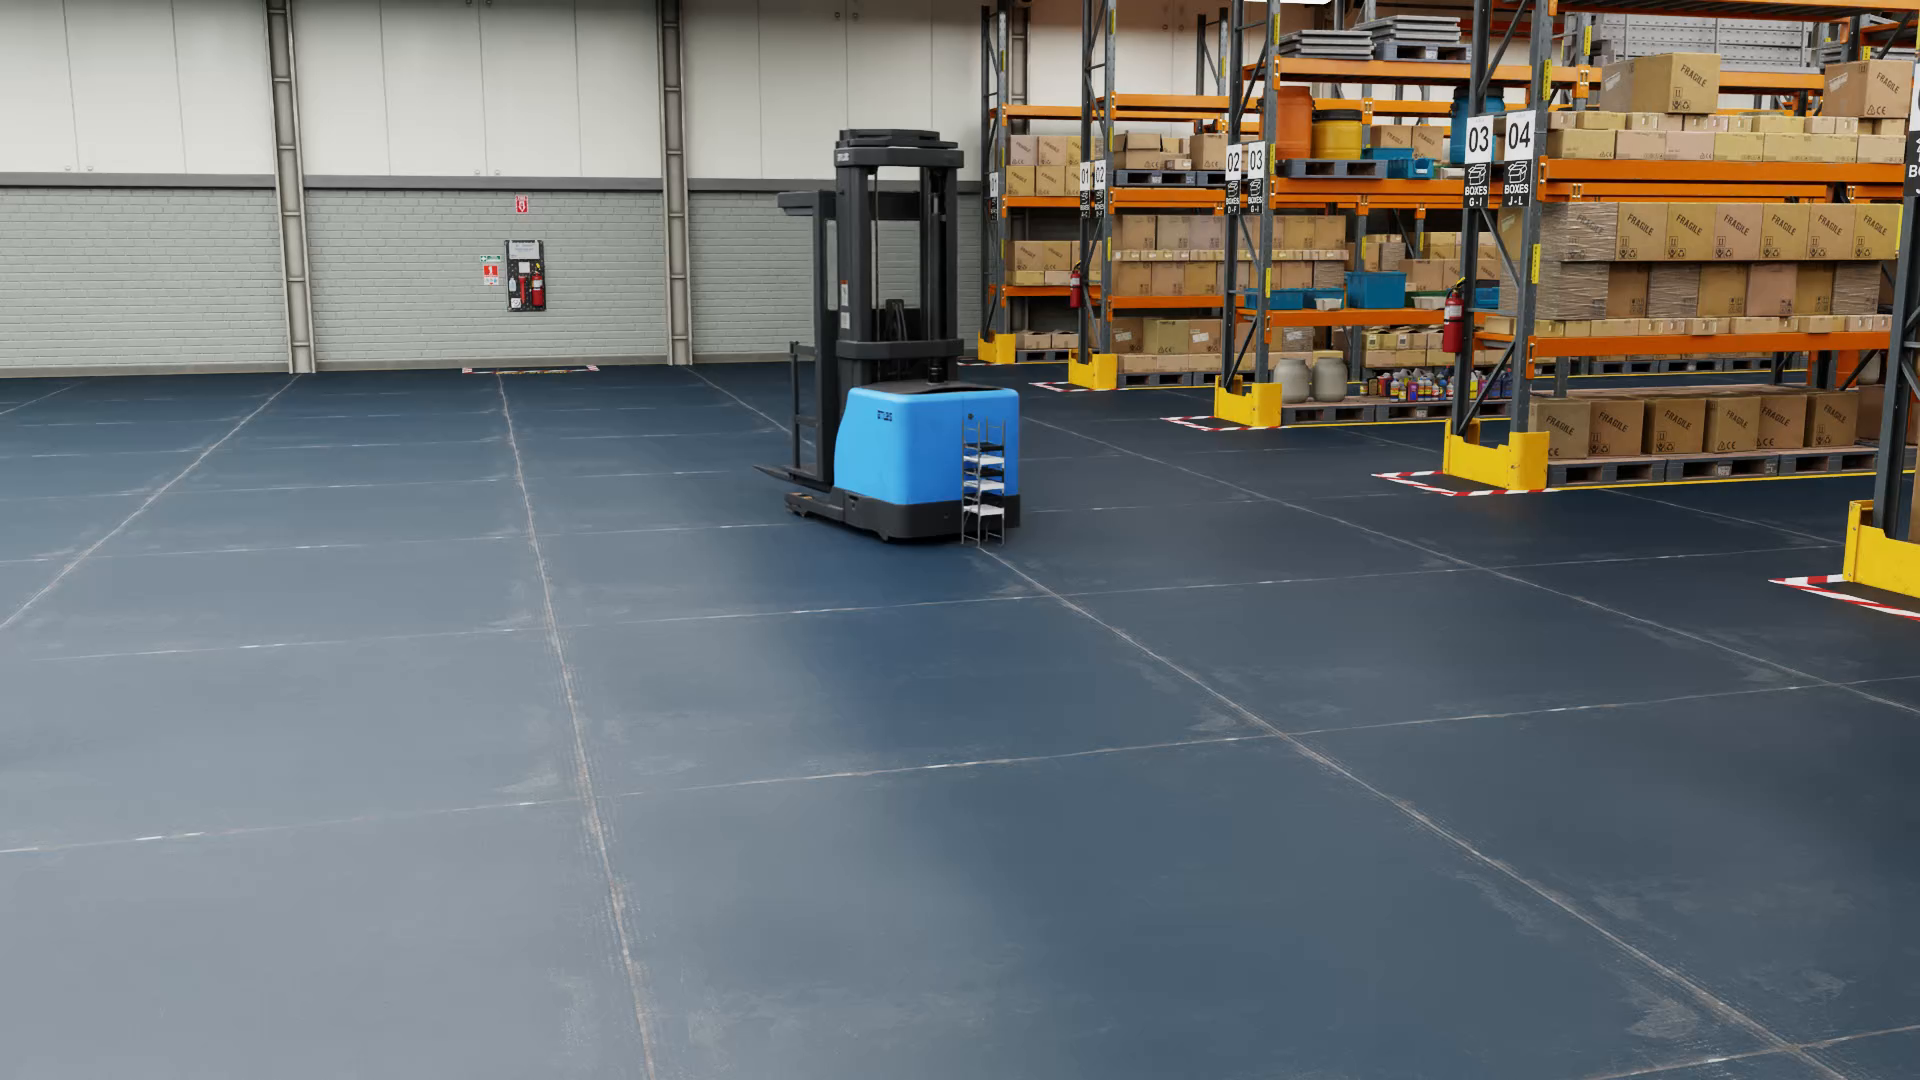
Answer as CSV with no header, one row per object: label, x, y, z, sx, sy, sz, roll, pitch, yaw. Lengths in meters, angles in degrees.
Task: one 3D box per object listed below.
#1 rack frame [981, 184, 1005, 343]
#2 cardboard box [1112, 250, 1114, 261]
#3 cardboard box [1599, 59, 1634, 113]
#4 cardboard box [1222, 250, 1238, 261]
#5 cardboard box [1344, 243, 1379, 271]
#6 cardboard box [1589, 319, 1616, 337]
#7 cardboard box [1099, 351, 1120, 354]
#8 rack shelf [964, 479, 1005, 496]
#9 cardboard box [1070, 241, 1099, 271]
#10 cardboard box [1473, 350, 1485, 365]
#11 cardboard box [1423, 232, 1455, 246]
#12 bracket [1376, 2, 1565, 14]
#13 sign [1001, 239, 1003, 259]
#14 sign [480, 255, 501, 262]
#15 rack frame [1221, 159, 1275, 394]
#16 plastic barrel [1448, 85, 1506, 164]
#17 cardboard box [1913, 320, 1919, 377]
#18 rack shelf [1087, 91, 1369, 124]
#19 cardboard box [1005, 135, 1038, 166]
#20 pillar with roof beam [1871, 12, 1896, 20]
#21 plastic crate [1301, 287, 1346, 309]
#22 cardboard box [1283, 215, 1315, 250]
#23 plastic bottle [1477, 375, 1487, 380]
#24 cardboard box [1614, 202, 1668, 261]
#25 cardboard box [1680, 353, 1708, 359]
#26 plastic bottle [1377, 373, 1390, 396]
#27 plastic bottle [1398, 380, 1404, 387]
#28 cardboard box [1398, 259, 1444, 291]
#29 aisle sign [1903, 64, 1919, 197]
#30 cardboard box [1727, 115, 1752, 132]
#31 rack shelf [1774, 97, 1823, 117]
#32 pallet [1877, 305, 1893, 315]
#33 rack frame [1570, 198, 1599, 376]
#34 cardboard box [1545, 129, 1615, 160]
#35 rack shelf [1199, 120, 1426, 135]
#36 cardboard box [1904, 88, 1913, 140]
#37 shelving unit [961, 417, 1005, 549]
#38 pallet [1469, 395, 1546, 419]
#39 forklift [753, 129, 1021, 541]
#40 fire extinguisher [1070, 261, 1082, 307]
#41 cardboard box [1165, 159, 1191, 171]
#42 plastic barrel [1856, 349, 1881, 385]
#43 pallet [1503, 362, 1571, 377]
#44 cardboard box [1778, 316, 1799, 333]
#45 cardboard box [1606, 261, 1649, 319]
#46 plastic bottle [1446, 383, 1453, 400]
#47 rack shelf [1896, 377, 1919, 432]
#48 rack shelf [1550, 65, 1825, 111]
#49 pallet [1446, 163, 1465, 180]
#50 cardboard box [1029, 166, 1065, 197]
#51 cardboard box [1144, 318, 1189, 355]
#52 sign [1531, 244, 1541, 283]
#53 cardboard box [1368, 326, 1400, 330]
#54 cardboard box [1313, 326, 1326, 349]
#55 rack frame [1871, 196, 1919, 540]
rack frame,0.562,-4.588,28.683,0.127,3.000,1.000,-3,11,-16
cardboard box,2.264,-4.148,24.224,0.250,0.149,0.380,-3,11,-17
cardboard box,6.133,-4.044,14.963,0.500,0.500,0.500,-3,11,-16
cardboard box,3.863,-4.155,24.265,0.250,0.149,0.380,-3,11,-15
cardboard box,7.265,-5.200,30.516,0.500,0.500,0.700,-4,11,-21
cardboard box,5.545,-1.874,14.632,0.250,0.149,0.380,-3,11,-16
cardboard box,2.382,-2.660,24.644,0.500,0.250,0.500,-3,11,-16
rack shelf,0.162,-0.374,11.775,0.200,0.077,0.258,-6,12,-31
cardboard box,2.079,-4.913,28.737,0.500,0.500,0.500,-3,11,-18
cardboard box,7.723,-2.839,25.617,0.500,0.250,0.500,-3,11,-15
cardboard box,8.779,-5.547,30.666,0.500,0.250,0.500,-3,11,-15
bracket,9.725,-9.888,30.960,4.783,0.066,0.076,-3,11,-16
sign,0.714,-4.919,28.093,0.005,0.325,0.100,-3,11,-16
sign,-7.705,-4.619,27.287,0.331,0.109,0.001,-3,11,-16
rack frame,3.331,-2.866,19.328,0.127,3.000,1.000,-3,11,-16
plastic barrel,6.186,-4.965,19.900,0.708,0.901,0.600,-3,11,-16
cardboard box,6.348,-1.238,10.071,0.550,0.550,0.875,-3,11,-16
rack shelf,3.870,-6.228,24.115,4.000,0.370,1.077,-3,11,-16
cardboard box,1.000,-6.591,28.187,0.500,0.500,0.500,-4,11,-20
pillar with roof beam,19.478,-7.887,30.032,0.548,9.000,9.100,-3,11,-16
plastic crate,4.353,-2.902,19.935,0.408,0.251,0.499,-3,11,-16
cardboard box,4.881,-4.567,24.712,0.500,0.500,0.700,-3,11,-16
plastic bottle,6.384,-1.877,20.266,0.135,0.276,0.152,-3,11,-16
cardboard box,5.802,-2.696,14.549,0.500,0.500,0.500,-3,11,-16
cardboard box,11.632,-3.172,26.678,0.500,0.500,0.500,-3,11,-18
plastic bottle,5.221,-1.920,20.497,0.135,0.276,0.152,-3,11,-16
plastic bottle,5.407,-1.869,20.429,0.097,0.201,0.097,0,10,0
cardboard box,7.038,-4.041,25.438,0.500,0.500,0.500,-2,11,-12
aisle sign,5.853,-2.464,9.968,0.004,0.787,0.394,-3,11,-16
cardboard box,6.777,-3.672,14.737,0.250,0.149,0.380,-3,11,-18
rack shelf,15.392,-7.030,27.377,4.000,0.370,1.077,-3,11,-16
pallet,9.330,-2.126,15.841,1.213,0.211,1.003,-3,11,-16
rack frame,9.631,-4.132,26.206,0.127,3.000,1.000,-3,11,-16
cardboard box,5.250,-3.386,14.282,0.500,0.250,0.500,-3,11,-14
rack shelf,6.323,-7.292,29.891,4.000,0.370,1.077,-3,11,-16
cardboard box,9.035,-3.946,15.468,0.637,0.503,0.797,-4,11,-19
shelving unit,0.162,-0.407,11.769,0.210,0.900,0.258,-6,12,-31
pallet,6.515,-1.670,20.535,1.213,0.211,1.003,-3,11,-16
forklift,-0.731,-1.659,12.962,1.130,2.935,3.031,-6,12,-30
fire extinguisher,1.707,-3.764,24.420,0.183,0.674,0.296,-3,11,-16
cardboard box,3.129,-5.383,23.864,0.250,0.149,0.380,-3,11,-16
plastic barrel,11.994,-2.325,22.105,0.421,0.512,0.421,0,10,0
pallet,8.830,-2.726,26.269,1.213,0.211,1.003,-3,11,-16
cardboard box,7.446,-1.987,15.247,0.250,0.149,0.380,-3,11,-16
cardboard box,5.698,-2.269,14.991,0.500,0.500,0.875,-3,11,-16
plastic bottle,5.876,-1.781,19.951,0.097,0.201,0.097,0,10,0
rack shelf,7.925,-0.885,10.555,4.000,0.370,1.077,-3,11,-16
rack shelf,9.092,-5.569,20.536,4.000,0.370,1.077,-3,11,-16
pallet,6.506,-4.397,19.883,1.003,0.211,1.213,-3,11,-16
cardboard box,1.478,-6.117,28.371,0.500,0.500,0.500,-2,11,-12
cardboard box,3.007,-2.964,24.226,0.500,0.500,0.500,-3,11,-16
sign,4.867,-2.336,14.061,0.005,0.325,0.100,-3,11,-16
cardboard box,6.597,-3.157,25.797,0.500,0.311,0.500,-3,11,-14
cardboard box,5.258,-3.183,25.417,0.500,0.500,0.500,-3,11,-16
rack frame,6.005,-1.137,9.940,0.127,3.000,1.000,-3,11,-16
